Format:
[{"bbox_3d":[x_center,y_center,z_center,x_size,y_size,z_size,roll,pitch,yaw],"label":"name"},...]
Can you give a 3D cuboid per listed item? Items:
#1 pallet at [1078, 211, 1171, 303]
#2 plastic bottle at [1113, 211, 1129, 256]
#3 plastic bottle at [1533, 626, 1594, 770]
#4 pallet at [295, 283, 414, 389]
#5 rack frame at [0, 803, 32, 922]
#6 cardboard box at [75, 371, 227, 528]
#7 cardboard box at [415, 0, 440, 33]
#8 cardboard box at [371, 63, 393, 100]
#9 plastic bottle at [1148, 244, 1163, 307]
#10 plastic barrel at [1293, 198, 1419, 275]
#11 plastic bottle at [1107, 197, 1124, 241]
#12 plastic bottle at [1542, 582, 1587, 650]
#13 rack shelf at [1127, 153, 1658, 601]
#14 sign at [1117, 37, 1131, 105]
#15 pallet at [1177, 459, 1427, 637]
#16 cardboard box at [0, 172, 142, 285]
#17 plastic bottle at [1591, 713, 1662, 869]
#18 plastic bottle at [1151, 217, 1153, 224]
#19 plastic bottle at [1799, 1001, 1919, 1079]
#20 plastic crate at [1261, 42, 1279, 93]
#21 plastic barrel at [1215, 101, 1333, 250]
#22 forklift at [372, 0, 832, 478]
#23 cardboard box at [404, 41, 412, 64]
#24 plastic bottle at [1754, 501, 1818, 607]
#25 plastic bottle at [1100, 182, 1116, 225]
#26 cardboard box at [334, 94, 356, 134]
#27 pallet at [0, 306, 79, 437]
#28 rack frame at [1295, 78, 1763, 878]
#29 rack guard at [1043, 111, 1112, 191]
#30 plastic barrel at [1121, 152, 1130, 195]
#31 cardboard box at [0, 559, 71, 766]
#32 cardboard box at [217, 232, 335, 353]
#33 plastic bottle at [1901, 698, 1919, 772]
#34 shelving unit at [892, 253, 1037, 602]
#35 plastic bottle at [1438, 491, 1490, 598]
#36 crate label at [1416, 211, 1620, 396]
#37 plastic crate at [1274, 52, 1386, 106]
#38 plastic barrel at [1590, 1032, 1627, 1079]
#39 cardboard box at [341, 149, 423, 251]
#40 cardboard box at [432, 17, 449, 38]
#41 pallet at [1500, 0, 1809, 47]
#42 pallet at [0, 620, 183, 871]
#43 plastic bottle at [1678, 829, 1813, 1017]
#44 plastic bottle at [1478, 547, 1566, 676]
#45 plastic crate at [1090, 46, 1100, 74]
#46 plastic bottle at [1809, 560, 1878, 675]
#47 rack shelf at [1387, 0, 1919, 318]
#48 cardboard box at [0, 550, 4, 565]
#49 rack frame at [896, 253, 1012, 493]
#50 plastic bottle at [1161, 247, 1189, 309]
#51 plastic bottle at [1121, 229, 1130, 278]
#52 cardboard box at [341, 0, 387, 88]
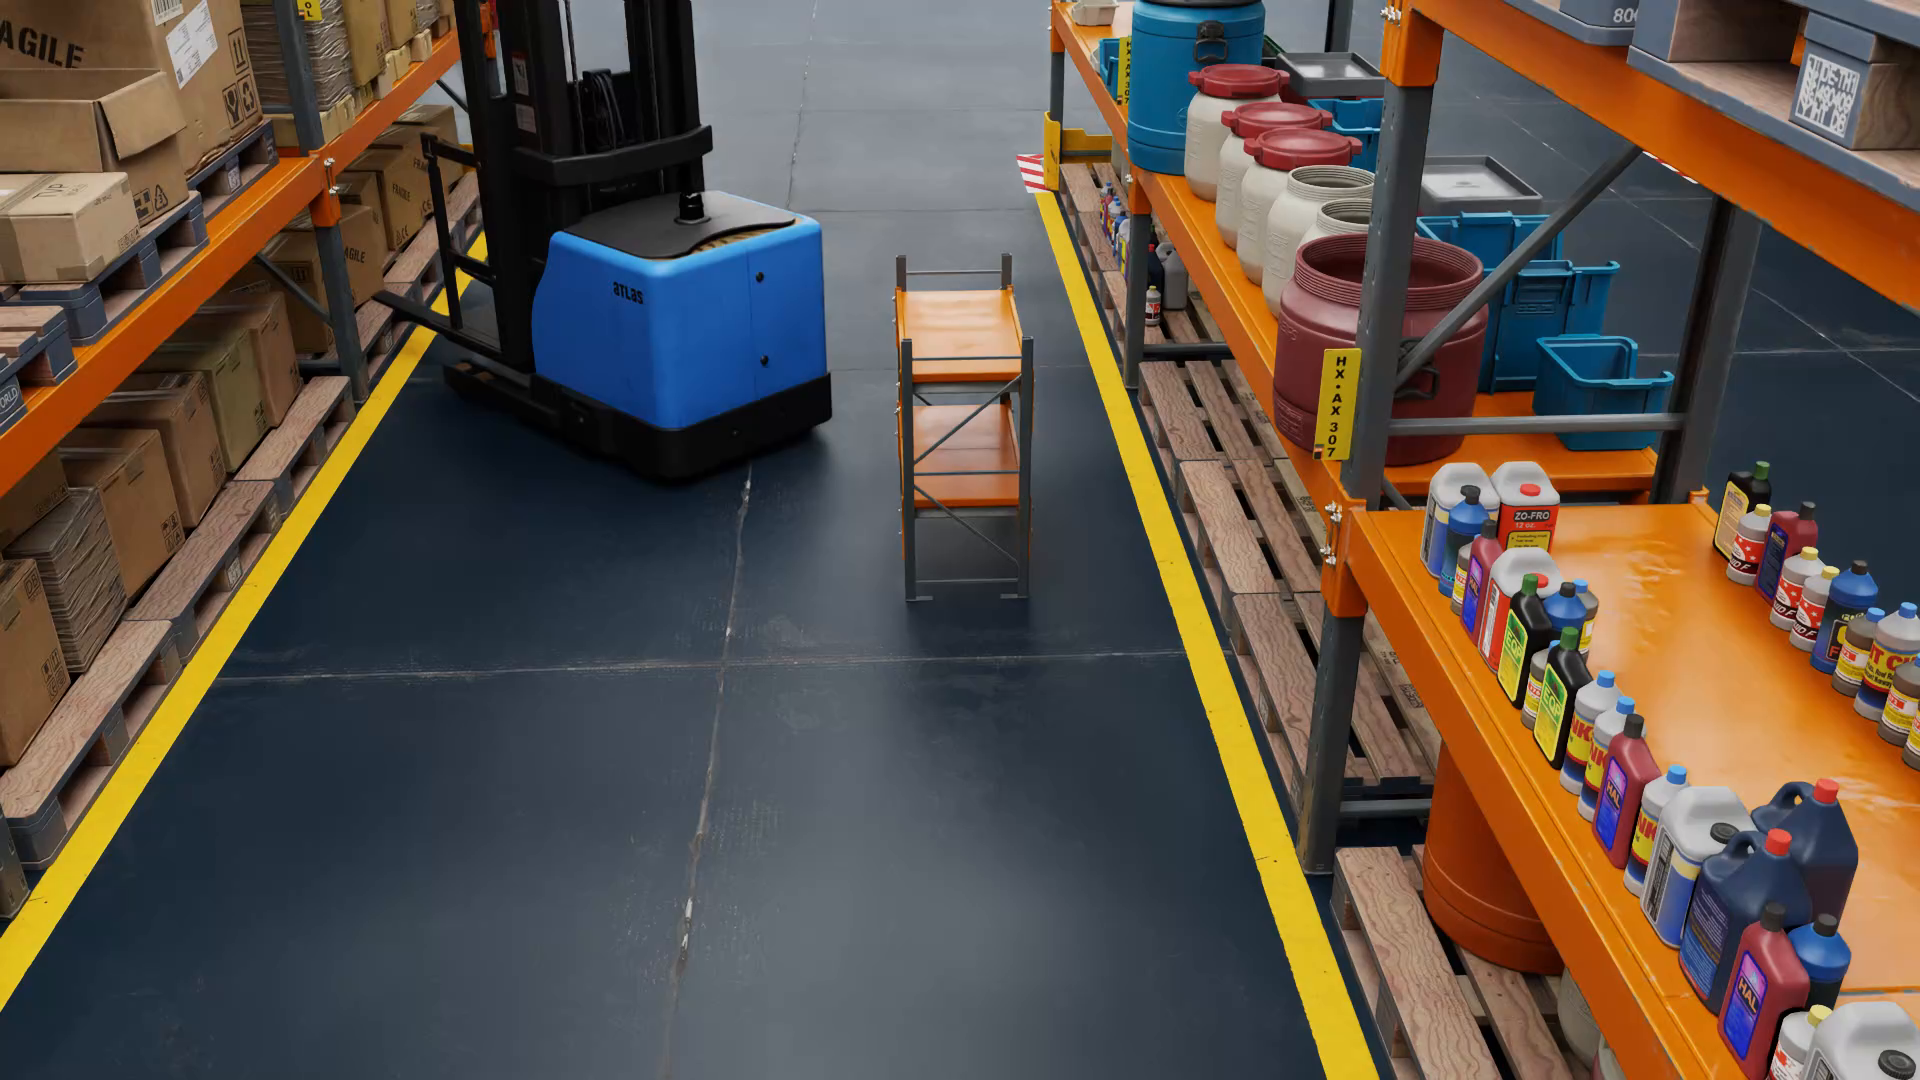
[{"bbox_3d":[1.308,-1.799,10.470,1.003,0.211,1.213,-1,28,-3],"label":"pallet"},{"bbox_3d":[0.976,-1.849,10.025,0.097,0.271,0.097,0,28,0],"label":"plastic bottle"},{"bbox_3d":[1.274,0.331,3.498,0.061,0.283,0.133,-1,28,-3],"label":"plastic bottle"},{"bbox_3d":[-3.649,-1.112,9.154,1.003,0.211,1.213,-1,28,-3],"label":"pallet"},{"bbox_3d":[-3.369,-0.192,4.375,1.000,3.000,0.127,-1,28,-3],"label":"rack frame"},{"bbox_3d":[-3.532,-0.363,6.930,0.700,0.500,0.500,-4,28,-7],"label":"cardboard box"},{"bbox_3d":[-3.657,-3.348,9.996,0.875,0.500,0.500,-1,28,-3],"label":"cardboard box"},{"bbox_3d":[-3.324,-2.497,9.065,0.380,0.149,0.250,-1,28,-3],"label":"cardboard box"},{"bbox_3d":[1.047,-1.470,9.214,0.144,0.351,0.185,-2,28,-4],"label":"plastic bottle"},{"bbox_3d":[1.310,-0.831,5.479,0.421,0.512,0.421,0,28,0],"label":"plastic barrel"},{"bbox_3d":[0.961,-1.988,10.293,0.097,0.271,0.097,0,28,0],"label":"plastic bottle"},{"bbox_3d":[1.340,0.219,3.725,0.097,0.271,0.097,0,28,0],"label":"plastic bottle"},{"bbox_3d":[1.472,-0.916,6.541,1.077,0.370,4.000,-1,28,-3],"label":"rack shelf"},{"bbox_3d":[0.818,-2.274,8.066,0.100,0.325,0.005,-1,28,-3],"label":"sign"},{"bbox_3d":[1.515,0.004,7.014,1.003,0.211,1.213,-1,28,-3],"label":"pallet"},{"bbox_3d":[-3.227,-1.091,5.807,0.500,0.250,0.500,-2,28,-4],"label":"cardboard box"},{"bbox_3d":[1.291,0.482,3.208,0.061,0.283,0.133,-1,28,-3],"label":"plastic bottle"},{"bbox_3d":[1.121,-1.756,9.835,0.061,0.283,0.133,-1,28,-3],"label":"plastic bottle"},{"bbox_3d":[1.378,0.845,2.519,0.152,0.276,0.135,-1,28,-3],"label":"plastic bottle"},{"bbox_3d":[1.468,-2.376,8.630,0.767,0.338,0.504,-1,28,-3],"label":"plastic crate"},{"bbox_3d":[1.237,-1.433,6.607,0.433,0.535,0.433,0,28,0],"label":"plastic barrel"},{"bbox_3d":[-2.057,-2.154,8.211,3.031,2.935,1.130,23,35,37],"label":"forklift"},{"bbox_3d":[-3.439,-2.841,9.726,0.380,0.149,0.250,-1,28,-3],"label":"cardboard box"},{"bbox_3d":[2.036,0.023,4.088,0.061,0.283,0.133,-1,28,-3],"label":"plastic bottle"},{"bbox_3d":[0.943,-2.147,10.597,0.097,0.271,0.097,0,28,0],"label":"plastic bottle"},{"bbox_3d":[-3.289,-2.150,8.401,0.380,0.149,0.250,-1,28,-3],"label":"cardboard box"},{"bbox_3d":[-3.513,-0.434,5.045,1.213,0.211,1.003,-1,28,-3],"label":"pallet"},{"bbox_3d":[1.577,-0.312,4.604,1.000,3.000,0.127,-1,28,-3],"label":"rack frame"},{"bbox_3d":[1.210,-2.864,12.200,1.175,0.500,0.348,-1,28,-3],"label":"rack guard"},{"bbox_3d":[1.296,-2.556,11.143,0.421,0.512,0.421,0,28,0],"label":"plastic barrel"},{"bbox_3d":[-3.424,0.412,5.443,0.700,0.500,0.500,-3,28,-5],"label":"cardboard box"},{"bbox_3d":[-3.559,-1.303,8.753,0.500,0.500,0.500,-2,28,-4],"label":"cardboard box"},{"bbox_3d":[2.054,0.383,3.487,0.097,0.201,0.097,0,28,0],"label":"plastic bottle"},{"bbox_3d":[0.000,-0.496,6.984,0.538,1.125,1.048,-1,28,-3],"label":"shelving unit"},{"bbox_3d":[1.255,0.007,4.132,0.097,0.271,0.097,0,28,0],"label":"plastic bottle"},{"bbox_3d":[1.795,-0.793,5.488,0.502,0.435,0.616,-1,28,-3],"label":"crate label"},{"bbox_3d":[1.699,-1.971,7.716,0.402,0.464,0.583,-1,28,-3],"label":"plastic crate"},{"bbox_3d":[1.678,1.318,3.632,0.600,0.588,0.708,-1,28,-3],"label":"plastic barrel"},{"bbox_3d":[-3.692,-2.111,10.303,0.500,0.500,0.500,1,28,2],"label":"cardboard box"},{"bbox_3d":[-3.491,-3.303,10.611,0.380,0.149,0.250,-1,28,-3],"label":"cardboard box"},{"bbox_3d":[1.519,-1.202,3.272,1.003,0.211,1.213,-1,28,-3],"label":"pallet"},{"bbox_3d":[-3.409,0.683,5.712,1.003,0.211,1.213,-1,28,-3],"label":"pallet"},{"bbox_3d":[1.353,0.632,2.848,0.144,0.351,0.185,-1,28,-3],"label":"plastic bottle"},{"bbox_3d":[1.301,0.165,3.825,0.152,0.276,0.135,-1,28,-3],"label":"plastic bottle"},{"bbox_3d":[1.030,-2.786,9.633,0.530,0.136,0.437,-1,28,-3],"label":"plastic crate"},{"bbox_3d":[2.034,0.172,3.816,0.097,0.271,0.097,0,28,0],"label":"plastic bottle"},{"bbox_3d":[1.681,-0.399,2.306,1.077,0.370,4.000,-1,28,-3],"label":"rack shelf"},{"bbox_3d":[-3.434,0.080,5.269,0.500,0.250,0.500,0,28,-1],"label":"cardboard box"},{"bbox_3d":[-0.026,-0.730,7.434,0.500,1.125,0.032,-1,28,-3],"label":"rack frame"},{"bbox_3d":[1.191,-1.473,9.220,0.144,0.351,0.185,-1,28,-3],"label":"plastic bottle"},{"bbox_3d":[1.020,-1.708,9.669,0.144,0.351,0.185,-2,28,-3],"label":"plastic bottle"},{"bbox_3d":[-3.531,-2.657,8.670,0.875,0.500,0.500,-1,28,-3],"label":"cardboard box"}]
